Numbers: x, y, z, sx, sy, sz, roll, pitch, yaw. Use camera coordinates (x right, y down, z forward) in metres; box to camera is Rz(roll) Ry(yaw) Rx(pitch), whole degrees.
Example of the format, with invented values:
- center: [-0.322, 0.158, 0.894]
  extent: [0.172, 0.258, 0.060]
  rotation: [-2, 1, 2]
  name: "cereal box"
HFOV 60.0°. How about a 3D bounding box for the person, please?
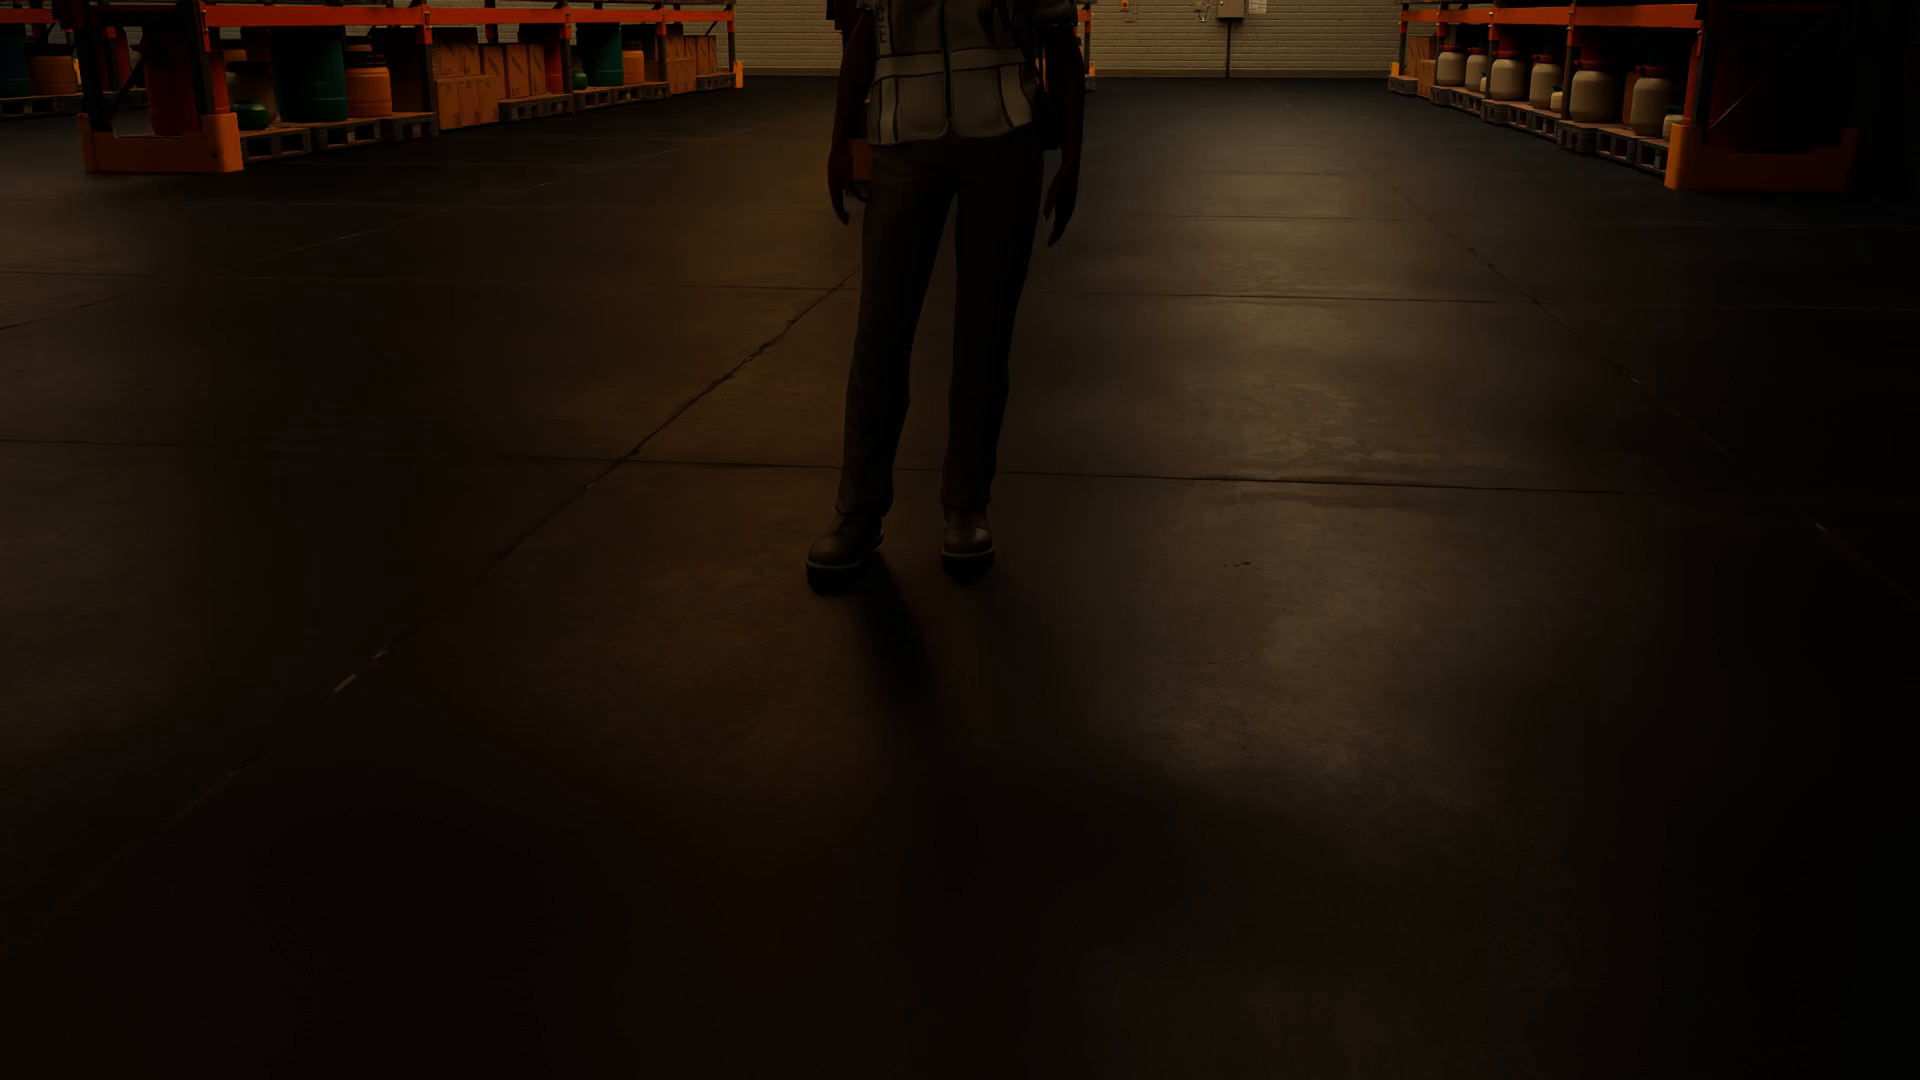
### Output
- center: [-0.029, -0.793, 3.501]
  extent: [0.569, 1.695, 0.530]
  rotation: [2, 18, 7]
  name: "person"
